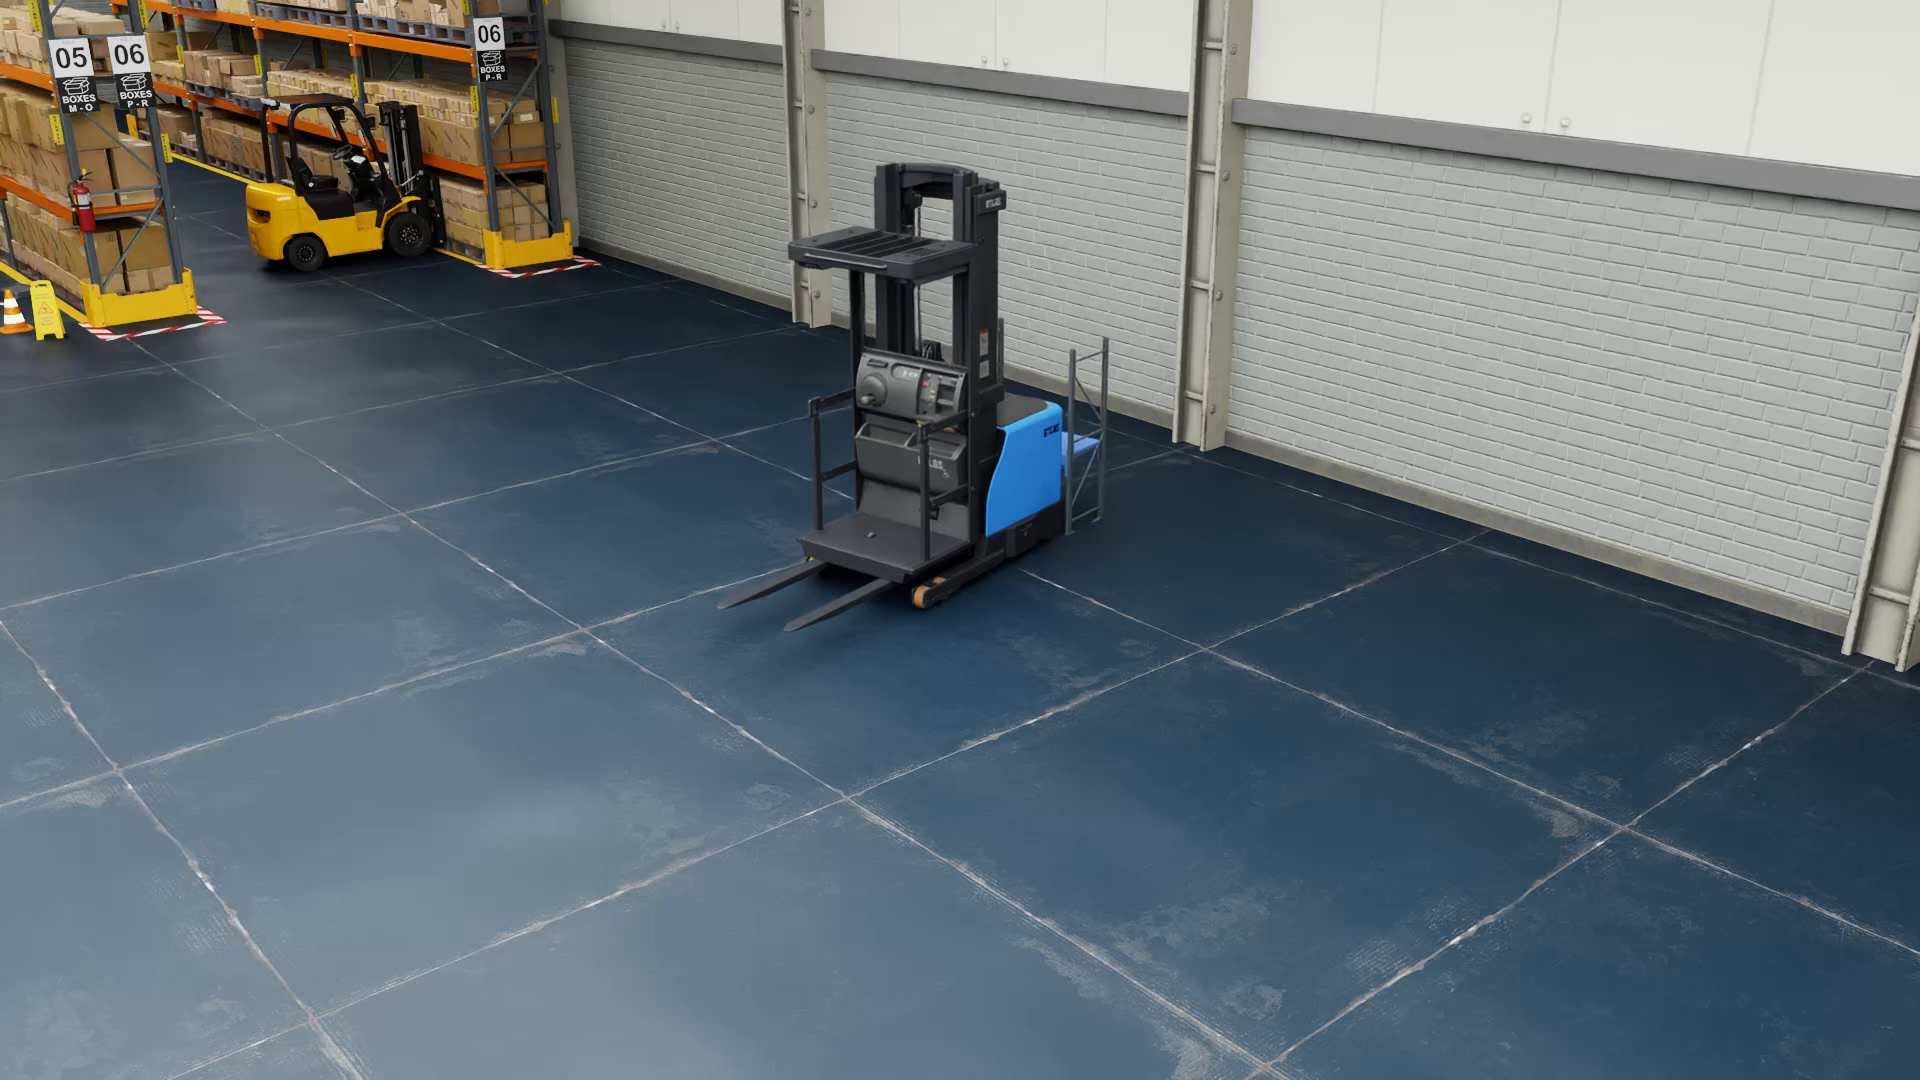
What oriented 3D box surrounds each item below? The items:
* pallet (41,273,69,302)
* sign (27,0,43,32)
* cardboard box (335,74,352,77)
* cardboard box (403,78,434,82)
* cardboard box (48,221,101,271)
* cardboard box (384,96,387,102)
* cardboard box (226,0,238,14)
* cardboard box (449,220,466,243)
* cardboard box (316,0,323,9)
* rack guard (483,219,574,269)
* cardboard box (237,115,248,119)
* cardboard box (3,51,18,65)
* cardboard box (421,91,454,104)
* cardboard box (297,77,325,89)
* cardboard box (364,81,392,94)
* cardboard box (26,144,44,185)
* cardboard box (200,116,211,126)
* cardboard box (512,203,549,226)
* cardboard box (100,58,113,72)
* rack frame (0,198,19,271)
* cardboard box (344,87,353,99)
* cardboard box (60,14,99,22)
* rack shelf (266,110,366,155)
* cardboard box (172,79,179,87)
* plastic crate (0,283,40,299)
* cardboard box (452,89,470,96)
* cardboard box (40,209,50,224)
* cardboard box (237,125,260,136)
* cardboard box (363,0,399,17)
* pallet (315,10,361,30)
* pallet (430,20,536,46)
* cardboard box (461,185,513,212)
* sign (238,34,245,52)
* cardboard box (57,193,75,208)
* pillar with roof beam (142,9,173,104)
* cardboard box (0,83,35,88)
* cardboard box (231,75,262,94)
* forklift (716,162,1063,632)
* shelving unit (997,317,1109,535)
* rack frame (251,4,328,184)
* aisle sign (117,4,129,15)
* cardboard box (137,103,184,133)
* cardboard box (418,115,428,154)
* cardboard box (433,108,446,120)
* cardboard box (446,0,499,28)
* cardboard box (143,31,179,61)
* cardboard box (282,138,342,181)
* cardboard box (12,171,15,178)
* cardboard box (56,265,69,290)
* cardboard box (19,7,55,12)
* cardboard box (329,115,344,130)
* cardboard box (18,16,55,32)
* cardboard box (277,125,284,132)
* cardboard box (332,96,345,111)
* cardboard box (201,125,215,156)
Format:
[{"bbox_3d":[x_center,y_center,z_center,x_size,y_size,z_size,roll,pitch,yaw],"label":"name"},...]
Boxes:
[{"bbox_3d":[-10.972,-3.304,21.131,1.003,0.211,1.213,-17,27,-37],"label":"pallet"},{"bbox_3d":[-10.060,-5.694,18.083,0.100,0.325,0.005,-17,27,-37],"label":"sign"},{"bbox_3d":[-9.796,-7.389,26.710,0.380,0.149,0.250,-18,28,-38],"label":"cardboard box"},{"bbox_3d":[-8.042,-6.771,24.723,0.380,0.149,0.250,-17,27,-37],"label":"cardboard box"},{"bbox_3d":[-10.690,-3.579,20.175,0.500,0.500,0.500,-16,27,-36],"label":"cardboard box"},{"bbox_3d":[-8.109,-6.361,24.086,0.380,0.149,0.250,-18,27,-38],"label":"cardboard box"},{"bbox_3d":[-11.938,-8.955,27.826,0.500,0.250,0.500,-17,27,-37],"label":"cardboard box"},{"bbox_3d":[-6.732,-4.304,23.055,0.500,0.250,0.500,-17,27,-37],"label":"cardboard box"},{"bbox_3d":[-9.427,-8.053,24.951,0.380,0.149,0.250,-18,27,-38],"label":"cardboard box"},{"bbox_3d":[-5.853,-4.024,22.573,1.175,0.500,0.348,-17,27,-37],"label":"rack guard"},{"bbox_3d":[-13.067,-7.739,30.593,0.380,0.149,0.250,-17,27,-37],"label":"cardboard box"},{"bbox_3d":[-11.108,-5.737,19.751,0.380,0.149,0.250,-18,28,-38],"label":"cardboard box"},{"bbox_3d":[-7.268,-6.153,23.146,0.380,0.149,0.250,-17,27,-37],"label":"cardboard box"},{"bbox_3d":[-10.255,-7.241,26.333,0.380,0.149,0.250,-17,27,-36],"label":"cardboard box"},{"bbox_3d":[-8.496,-6.628,24.360,0.380,0.149,0.250,-17,27,-36],"label":"cardboard box"},{"bbox_3d":[-10.837,-4.560,19.968,0.500,0.500,0.500,-18,27,-38],"label":"cardboard box"},{"bbox_3d":[-13.669,-7.681,30.445,0.380,0.149,0.250,-16,26,-35],"label":"cardboard box"},{"bbox_3d":[-6.018,-4.522,22.925,0.500,0.250,0.500,-17,27,-36],"label":"cardboard box"},{"bbox_3d":[-9.597,-5.461,19.044,0.380,0.149,0.250,-17,27,-37],"label":"cardboard box"},{"bbox_3d":[-12.238,-5.117,21.936,1.000,3.000,0.127,-17,27,-37],"label":"rack frame"},{"bbox_3d":[-9.053,-6.757,25.096,0.380,0.149,0.250,-18,28,-38],"label":"cardboard box"},{"bbox_3d":[-10.339,-6.092,19.563,0.380,0.149,0.250,-18,27,-38],"label":"cardboard box"},{"bbox_3d":[-9.785,-6.517,26.497,1.077,0.370,4.000,-17,27,-37],"label":"rack shelf"},{"bbox_3d":[-14.475,-8.554,31.055,0.380,0.149,0.250,-17,27,-36],"label":"cardboard box"},{"bbox_3d":[-11.834,-3.129,20.863,0.583,0.080,0.402,12,24,27],"label":"plastic crate"},{"bbox_3d":[-6.914,-6.260,23.418,0.380,0.149,0.250,-17,27,-37],"label":"cardboard box"},{"bbox_3d":[-10.970,-3.967,20.275,0.380,0.149,0.250,-16,27,-35],"label":"cardboard box"},{"bbox_3d":[-12.449,-7.188,29.185,0.380,0.149,0.250,-19,28,-40],"label":"cardboard box"},{"bbox_3d":[-8.121,-7.609,23.595,0.500,0.311,0.500,-17,27,-36],"label":"cardboard box"},{"bbox_3d":[-9.065,-7.848,25.058,0.805,0.209,1.217,-19,28,-39],"label":"pallet"},{"bbox_3d":[-6.310,-6.752,22.117,1.003,0.211,1.213,-17,27,-37],"label":"pallet"},{"bbox_3d":[-6.405,-4.628,22.512,0.500,0.250,0.500,-16,27,-36],"label":"cardboard box"},{"bbox_3d":[-13.283,-9.182,30.727,0.100,0.325,0.005,-17,27,-37],"label":"sign"},{"bbox_3d":[-10.282,-3.991,19.405,0.380,0.149,0.250,-18,28,-38],"label":"cardboard box"},{"bbox_3d":[-20.651,-12.343,32.159,9.100,9.000,0.400,-17,27,-37],"label":"pillar with roof beam"},{"bbox_3d":[-11.798,-5.448,20.865,0.700,0.500,0.500,-17,27,-37],"label":"cardboard box"},{"bbox_3d":[-12.024,-7.745,28.275,0.500,0.250,0.500,-19,28,-40],"label":"cardboard box"},{"bbox_3d":[-0.482,-1.077,11.715,1.130,2.935,3.031,15,26,34],"label":"forklift"},{"bbox_3d":[0.591,-0.922,13.282,1.048,1.500,0.538,16,26,35],"label":"shelving unit"},{"bbox_3d":[-11.091,-7.405,27.777,1.000,3.000,0.127,-17,27,-37],"label":"rack frame"},{"bbox_3d":[-16.580,-10.775,32.816,0.394,0.787,0.004,-17,27,-37],"label":"aisle sign"},{"bbox_3d":[-15.985,-8.457,33.310,0.797,0.503,0.637,-19,28,-39],"label":"cardboard box"},{"bbox_3d":[-7.392,-5.738,23.384,0.500,0.500,0.500,-17,27,-37],"label":"cardboard box"},{"bbox_3d":[-6.983,-5.856,22.796,0.380,0.149,0.250,-19,28,-39],"label":"cardboard box"},{"bbox_3d":[-6.342,-6.944,21.638,0.500,0.500,0.500,-16,27,-36],"label":"cardboard box"},{"bbox_3d":[-15.241,-9.429,31.715,0.500,0.500,0.500,-17,27,-36],"label":"cardboard box"},{"bbox_3d":[-10.694,-6.319,27.685,0.875,0.625,0.625,-16,27,-36],"label":"cardboard box"},{"bbox_3d":[-11.874,-4.713,21.249,0.380,0.149,0.250,-18,27,-38],"label":"cardboard box"},{"bbox_3d":[-10.690,-3.232,20.316,0.500,0.250,0.500,-17,27,-37],"label":"cardboard box"},{"bbox_3d":[-11.535,-6.586,20.824,0.380,0.149,0.250,-17,27,-36],"label":"cardboard box"},{"bbox_3d":[-9.339,-6.445,25.531,0.500,0.250,0.500,-18,27,-38],"label":"cardboard box"},{"bbox_3d":[-10.671,-5.984,19.288,0.380,0.149,0.250,-17,27,-37],"label":"cardboard box"},{"bbox_3d":[-11.885,-7.244,29.329,0.380,0.149,0.250,-18,28,-39],"label":"cardboard box"},{"bbox_3d":[-9.335,-6.678,25.441,0.500,0.250,0.500,-18,28,-39],"label":"cardboard box"},{"bbox_3d":[-13.556,-7.355,30.500,0.500,0.500,0.500,-16,26,-35],"label":"cardboard box"}]
